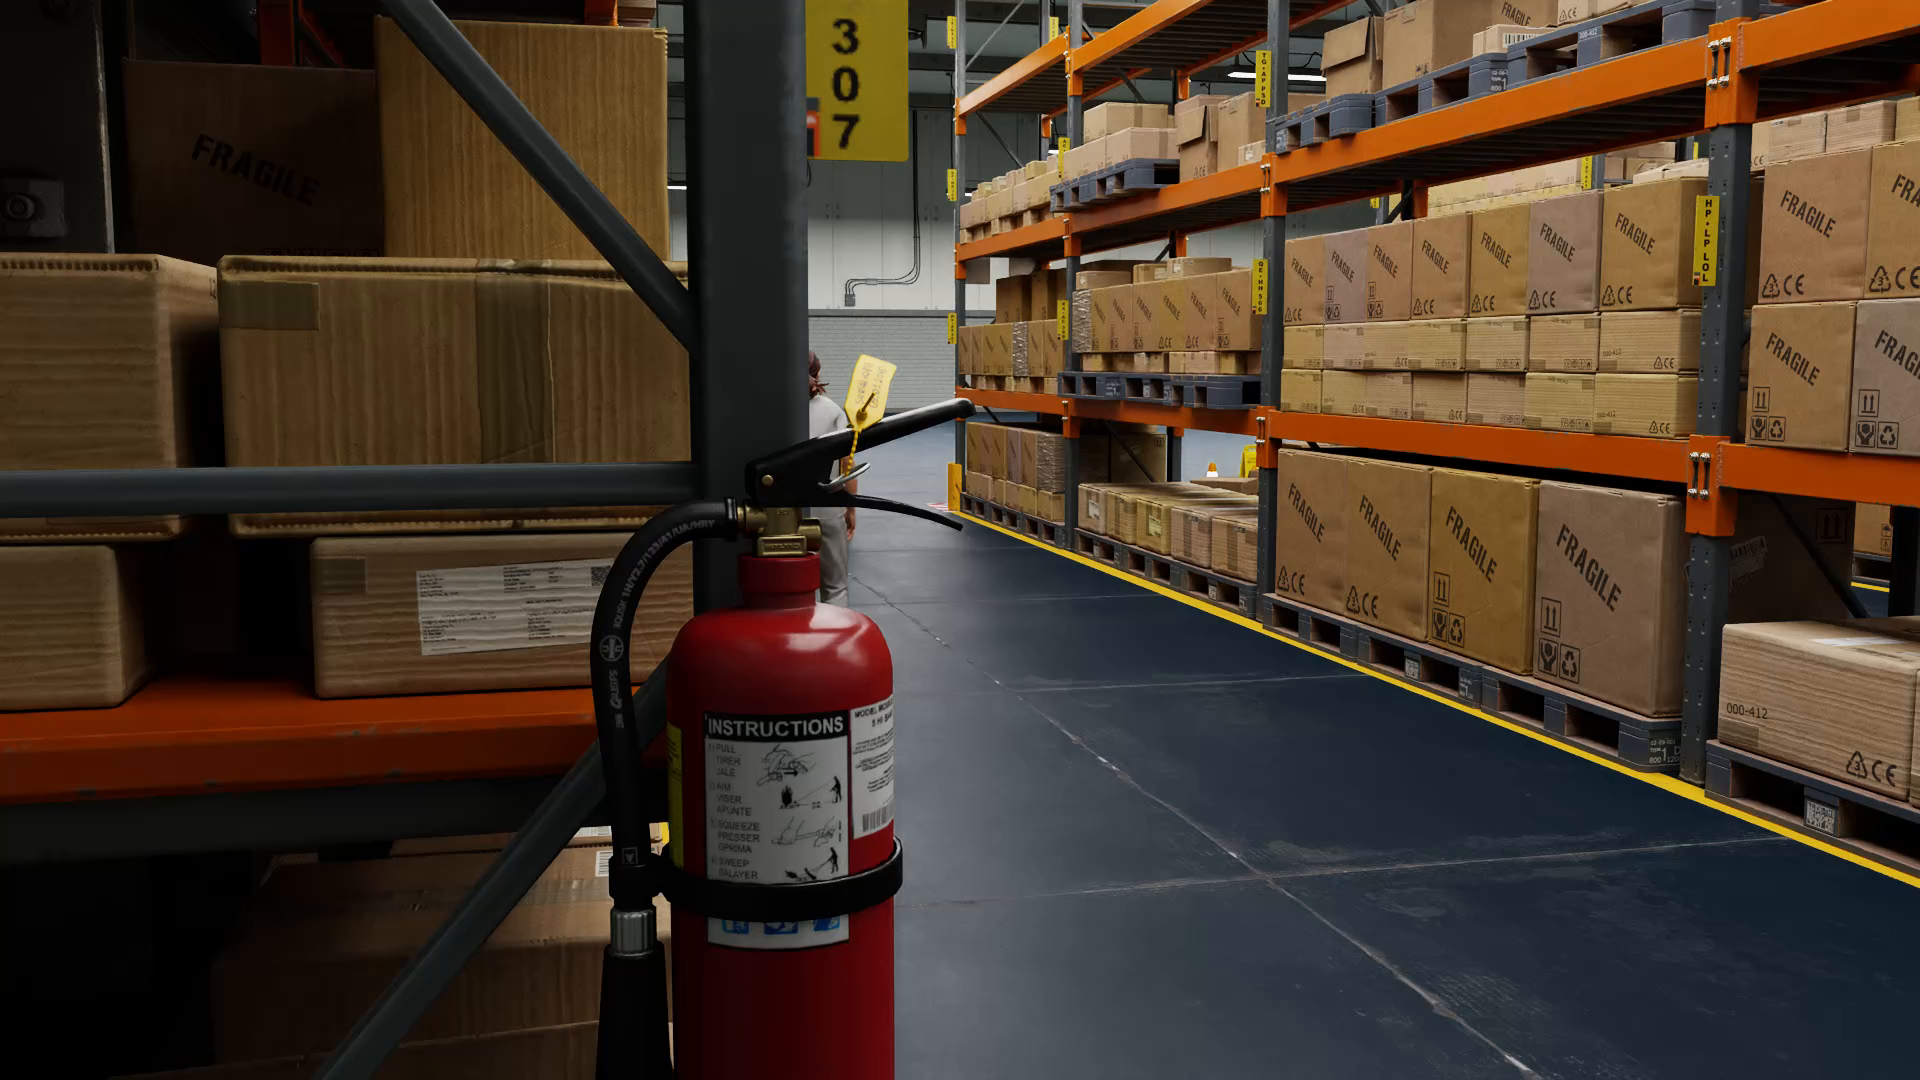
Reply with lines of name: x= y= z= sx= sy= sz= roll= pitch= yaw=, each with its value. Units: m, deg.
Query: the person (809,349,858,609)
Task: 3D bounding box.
person: x=-0.739 y=-0.101 z=8.077 sx=0.486 sy=1.672 sz=0.363 roll=-2 pitch=6 yaw=-15
